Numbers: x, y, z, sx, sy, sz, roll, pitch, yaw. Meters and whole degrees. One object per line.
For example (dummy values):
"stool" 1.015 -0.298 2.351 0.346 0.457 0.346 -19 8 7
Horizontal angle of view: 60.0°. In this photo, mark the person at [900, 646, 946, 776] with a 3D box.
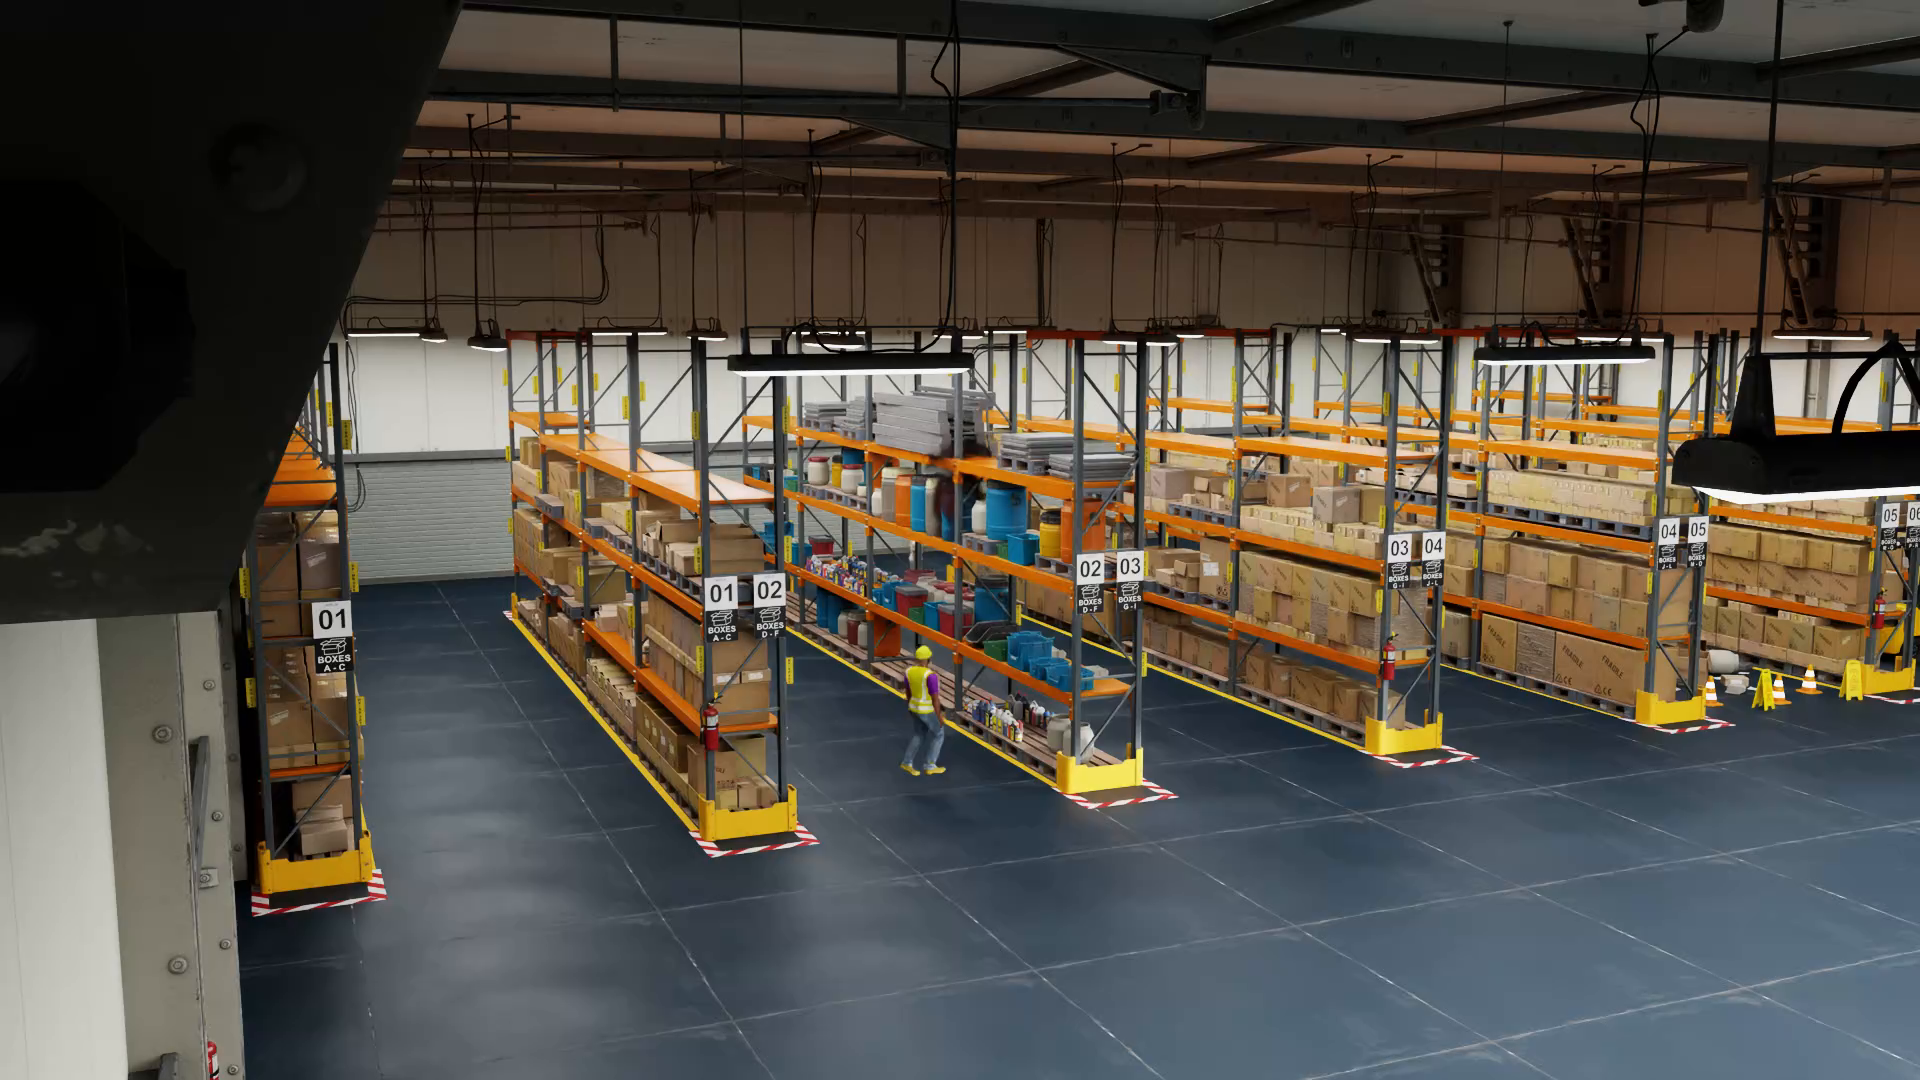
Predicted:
"person" -0.469 2.263 21.908 0.495 1.789 0.646 -5 9 -33

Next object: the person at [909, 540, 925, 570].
"person" -0.999 0.482 36.939 0.436 1.690 0.524 1 8 7
